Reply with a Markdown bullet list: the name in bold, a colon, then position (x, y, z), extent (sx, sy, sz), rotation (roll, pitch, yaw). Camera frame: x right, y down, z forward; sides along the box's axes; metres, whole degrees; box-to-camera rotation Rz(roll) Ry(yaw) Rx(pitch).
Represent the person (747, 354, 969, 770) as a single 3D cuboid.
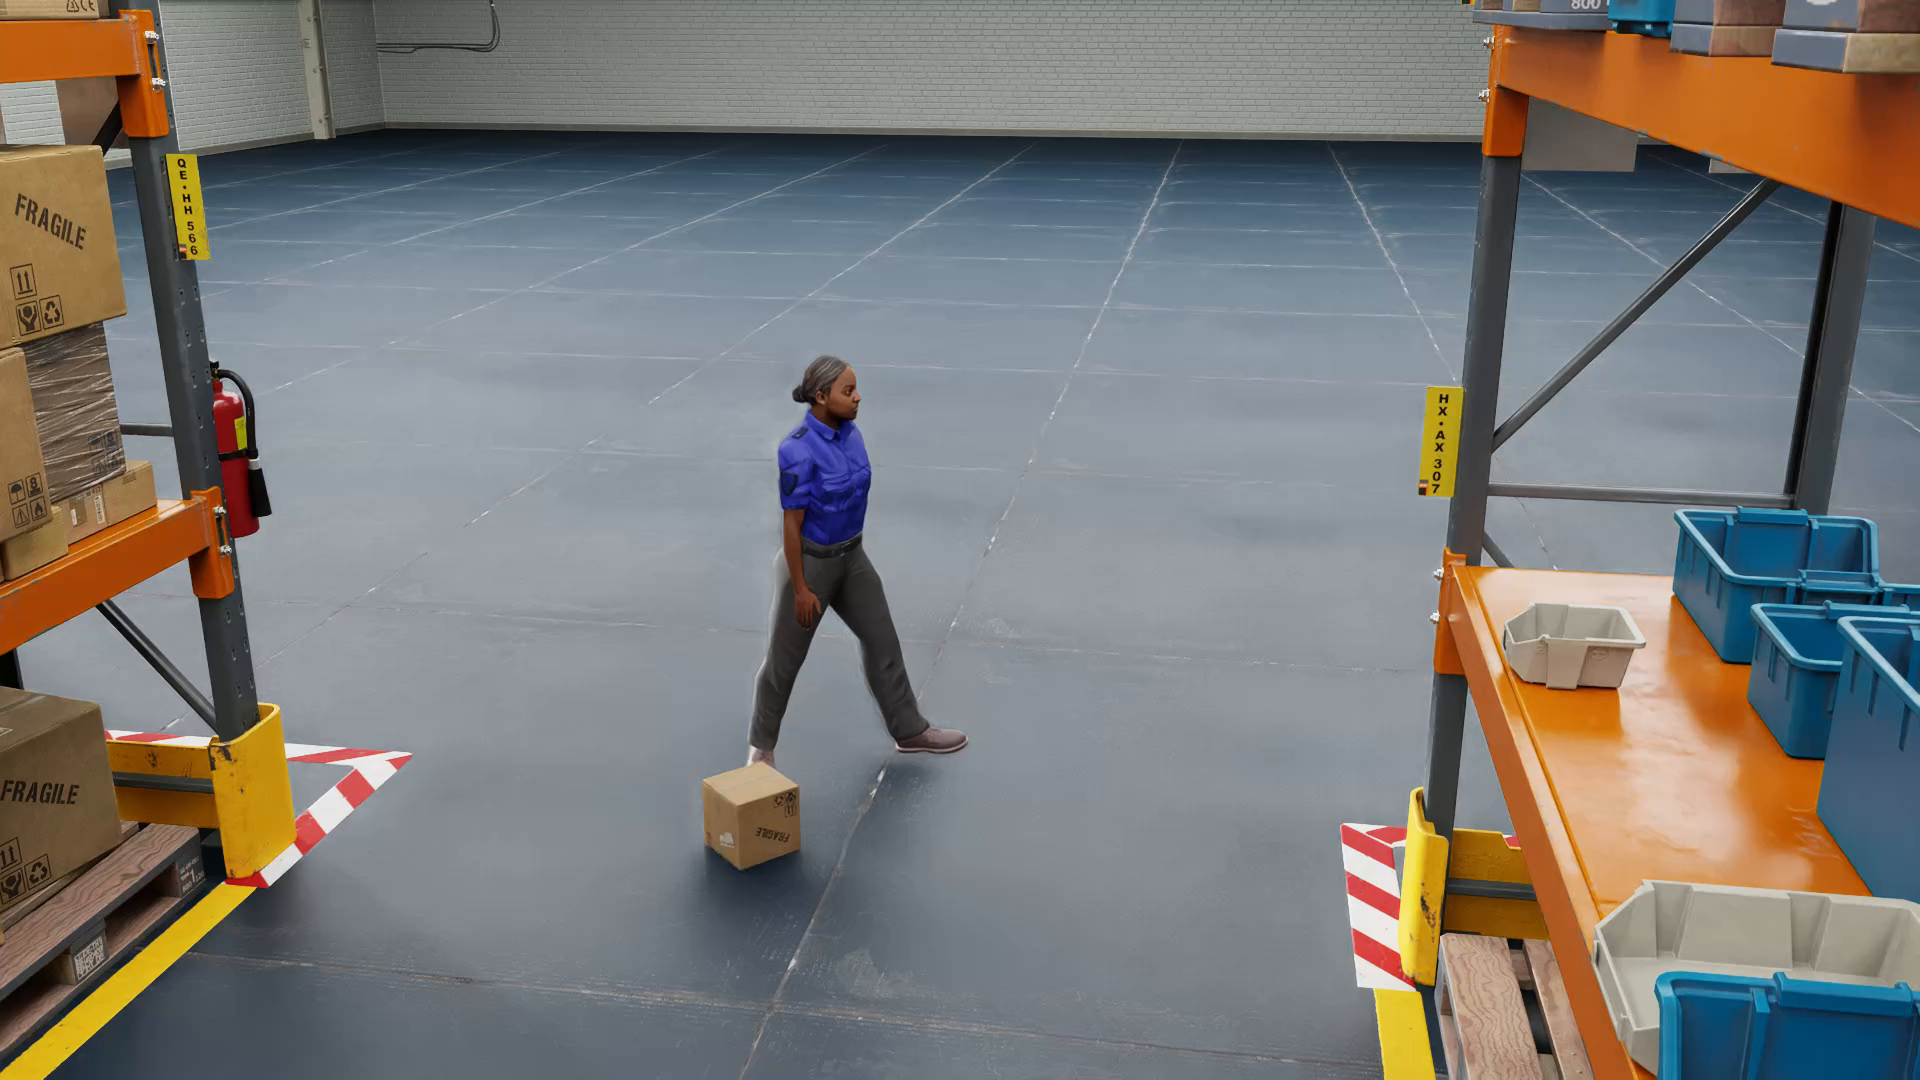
- **person**: position (-0.436, 0.103, 6.210), extent (0.738, 1.634, 0.671), rotation (12, 21, 32)
